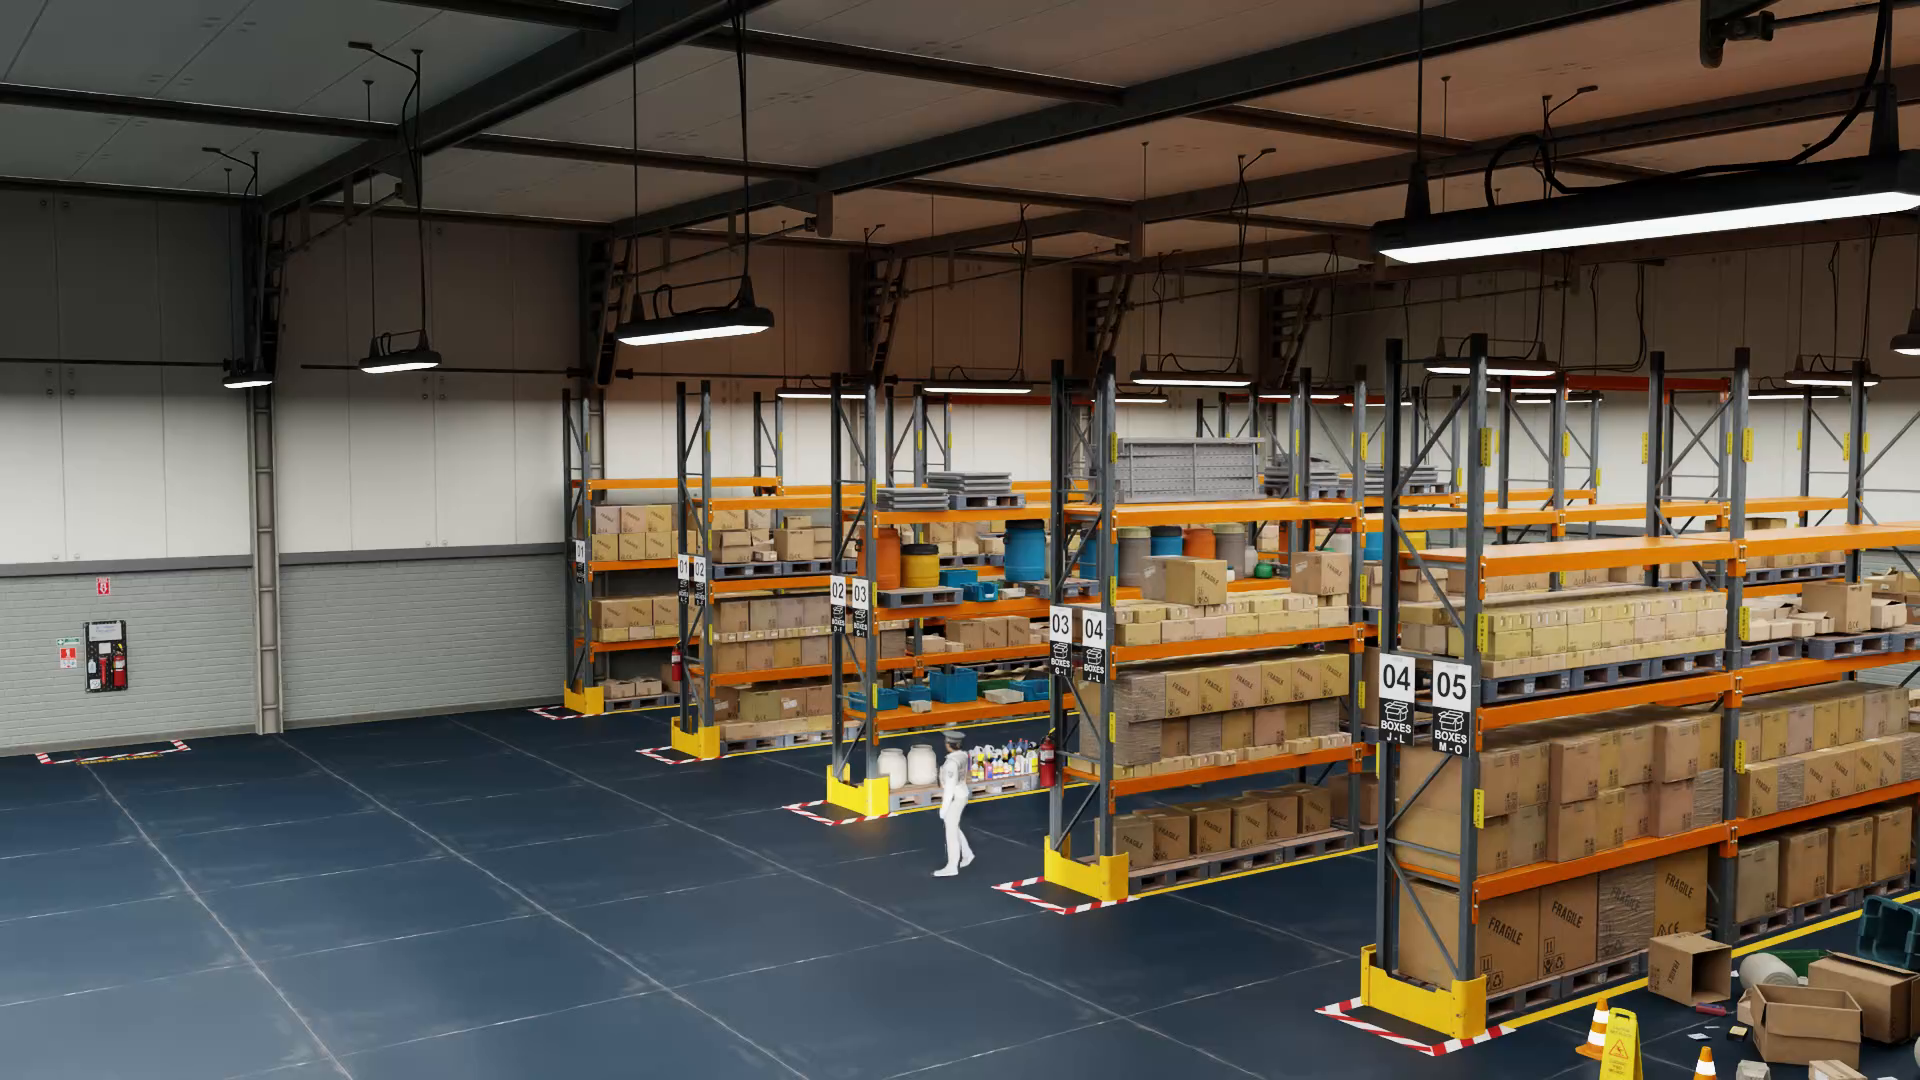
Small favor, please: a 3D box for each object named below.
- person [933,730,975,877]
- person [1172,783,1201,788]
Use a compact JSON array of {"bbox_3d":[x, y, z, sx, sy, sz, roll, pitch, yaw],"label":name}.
[{"bbox_3d":[-0.063,3.072,19.505,0.440,1.675,0.571,1,4,9],"label":"person"},{"bbox_3d":[3.267,2.778,24.150,0.538,1.683,0.467,-1,4,-19],"label":"person"}]
